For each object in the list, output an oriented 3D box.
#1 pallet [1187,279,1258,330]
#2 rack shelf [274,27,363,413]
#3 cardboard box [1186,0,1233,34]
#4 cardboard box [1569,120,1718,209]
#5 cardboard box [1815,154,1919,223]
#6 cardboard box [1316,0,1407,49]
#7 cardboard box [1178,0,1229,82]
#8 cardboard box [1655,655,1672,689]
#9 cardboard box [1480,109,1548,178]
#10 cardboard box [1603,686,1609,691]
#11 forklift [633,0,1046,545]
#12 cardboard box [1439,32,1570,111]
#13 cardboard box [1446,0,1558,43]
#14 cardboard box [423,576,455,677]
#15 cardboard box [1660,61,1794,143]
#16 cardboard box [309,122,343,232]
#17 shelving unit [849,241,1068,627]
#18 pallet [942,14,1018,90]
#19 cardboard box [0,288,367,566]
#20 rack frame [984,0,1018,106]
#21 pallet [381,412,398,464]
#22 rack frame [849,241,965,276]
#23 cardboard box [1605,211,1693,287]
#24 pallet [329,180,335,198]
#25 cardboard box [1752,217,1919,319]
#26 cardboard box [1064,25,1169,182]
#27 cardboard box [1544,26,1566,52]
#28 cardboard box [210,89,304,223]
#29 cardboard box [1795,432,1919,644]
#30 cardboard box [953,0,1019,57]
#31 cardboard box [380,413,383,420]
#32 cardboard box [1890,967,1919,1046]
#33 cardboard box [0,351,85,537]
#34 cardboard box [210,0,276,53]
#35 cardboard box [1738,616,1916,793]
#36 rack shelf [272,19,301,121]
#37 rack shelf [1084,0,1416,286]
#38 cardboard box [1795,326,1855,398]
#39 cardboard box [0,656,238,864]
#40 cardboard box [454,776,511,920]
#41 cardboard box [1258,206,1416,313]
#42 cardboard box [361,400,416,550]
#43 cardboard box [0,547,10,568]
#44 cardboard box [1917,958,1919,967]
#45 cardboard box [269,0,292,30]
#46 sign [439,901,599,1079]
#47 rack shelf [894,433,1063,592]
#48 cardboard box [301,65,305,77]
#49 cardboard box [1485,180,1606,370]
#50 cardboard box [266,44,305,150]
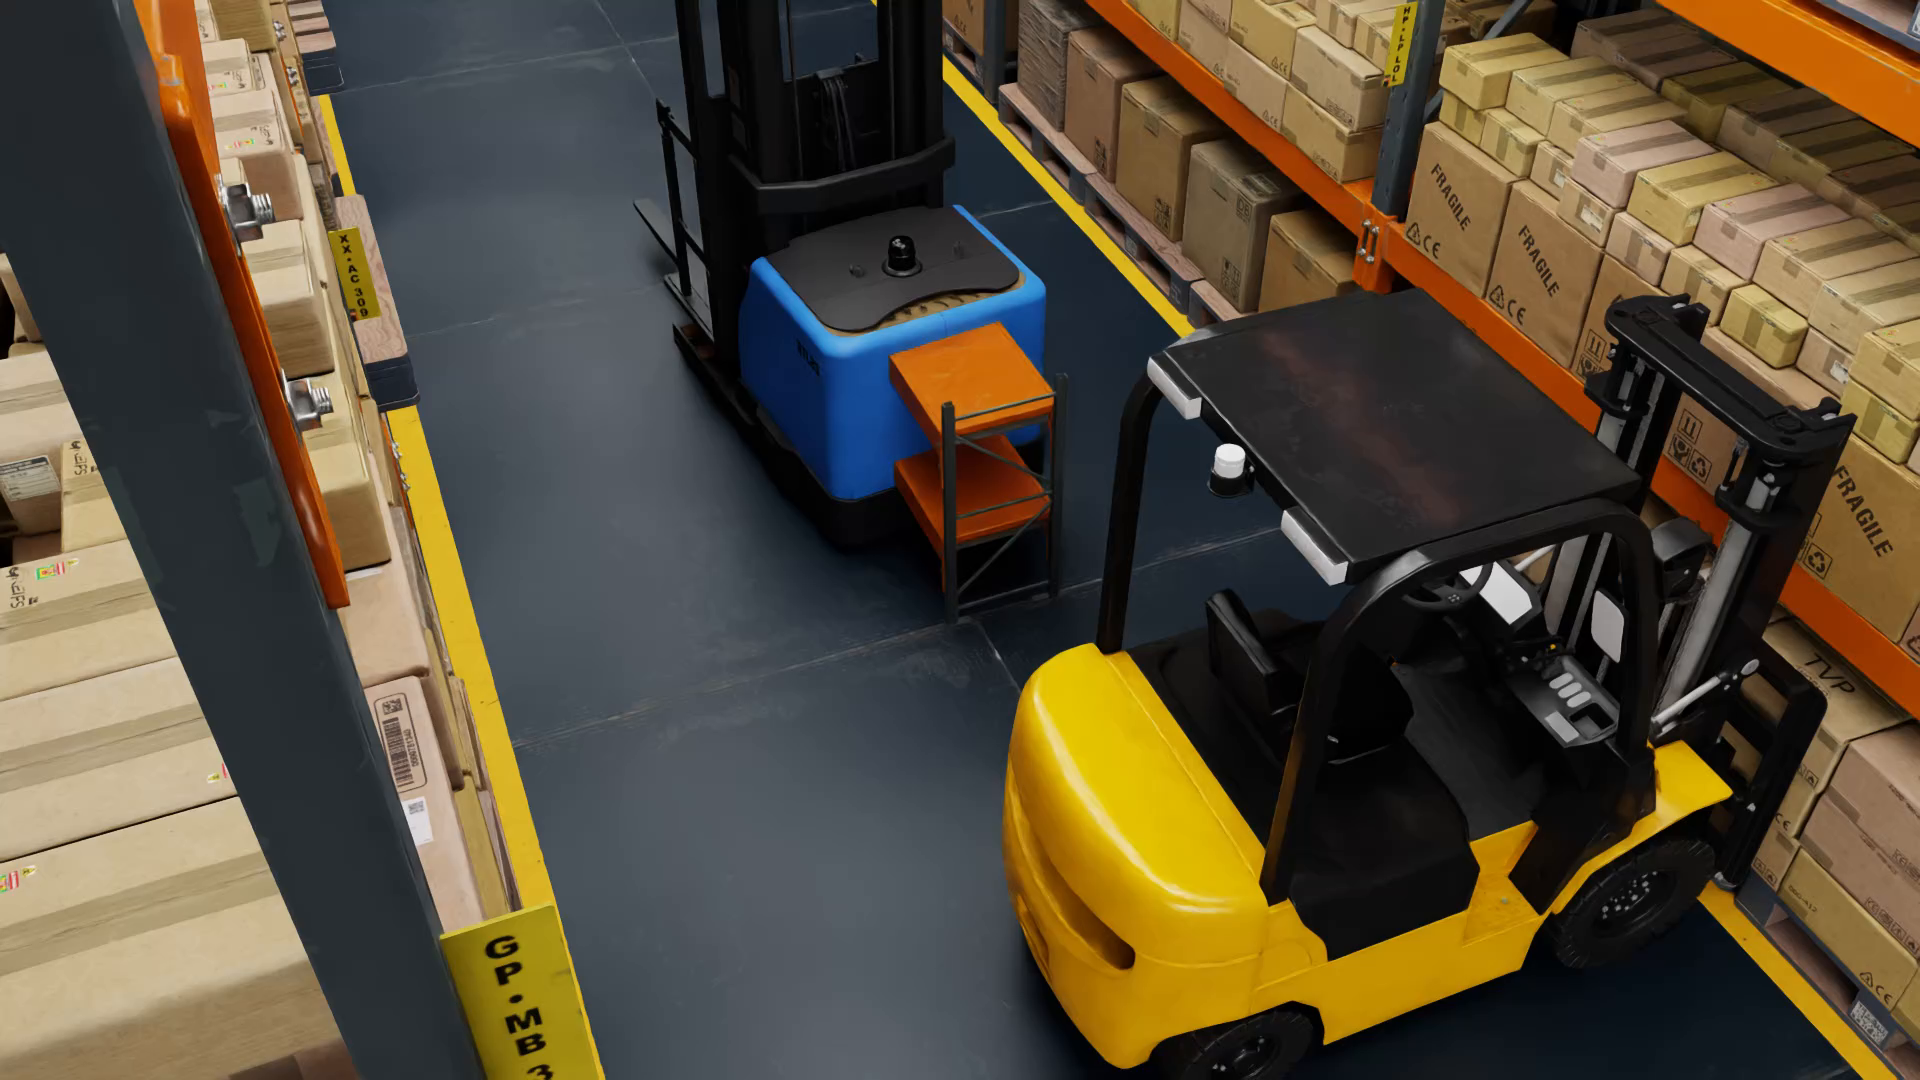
[{"bbox_3d":[1.851,-0.987,8.235,1.003,0.211,1.213,-15,43,-17],"label":"pallet"},{"bbox_3d":[-1.650,-0.029,3.234,1.077,0.370,4.000,-15,43,-17],"label":"rack shelf"},{"bbox_3d":[1.351,-2.592,7.695,0.500,0.250,0.500,-14,43,-16],"label":"cardboard box"},{"bbox_3d":[2.310,-1.273,5.628,0.380,0.149,0.250,-14,43,-16],"label":"cardboard box"},{"bbox_3d":[3.031,-1.110,5.438,0.380,0.149,0.250,-16,43,-17],"label":"cardboard box"},{"bbox_3d":[1.718,-2.195,6.928,0.380,0.149,0.250,-16,43,-17],"label":"cardboard box"},{"bbox_3d":[1.375,-2.399,7.855,0.500,0.250,0.500,-15,43,-17],"label":"cardboard box"},{"bbox_3d":[2.638,0.366,5.928,0.500,0.250,0.500,-15,43,-17],"label":"cardboard box"},{"bbox_3d":[2.149,-1.480,6.097,0.380,0.149,0.250,-14,43,-16],"label":"cardboard box"},{"bbox_3d":[2.644,0.566,6.078,0.500,0.250,0.500,-14,43,-16],"label":"cardboard box"},{"bbox_3d":[-0.769,-2.041,7.375,1.130,2.935,3.031,-19,44,-21],"label":"forklift"},{"bbox_3d":[2.017,-1.740,6.171,0.380,0.149,0.250,-14,43,-16],"label":"cardboard box"},{"bbox_3d":[2.233,-2.159,6.886,0.380,0.149,0.250,-16,43,-18],"label":"cardboard box"},{"bbox_3d":[-1.941,0.519,5.557,0.500,0.500,0.500,-16,43,-17],"label":"cardboard box"},{"bbox_3d":[2.742,-1.572,5.975,0.380,0.149,0.250,-15,43,-17],"label":"cardboard box"},{"bbox_3d":[-2.330,-1.033,5.524,0.500,0.500,0.500,-14,43,-16],"label":"cardboard box"},{"bbox_3d":[-0.020,-0.446,6.893,0.538,1.125,1.048,-15,44,-16],"label":"shelving unit"},{"bbox_3d":[0.388,-3.421,11.067,1.003,0.211,1.213,-15,43,-17],"label":"pallet"},{"bbox_3d":[-1.236,-0.133,2.691,0.500,0.250,0.500,-14,43,-16],"label":"cardboard box"},{"bbox_3d":[0.639,-4.019,9.623,1.000,3.000,0.127,-15,43,-17],"label":"rack frame"},{"bbox_3d":[-3.185,-0.517,7.689,1.003,0.211,1.213,-15,43,-17],"label":"pallet"},{"bbox_3d":[-0.213,-0.756,7.247,0.500,1.125,0.032,-15,44,-16],"label":"rack frame"},{"bbox_3d":[2.399,-1.005,5.544,0.380,0.149,0.250,-16,43,-17],"label":"cardboard box"},{"bbox_3d":[-3.151,-1.524,6.869,1.003,0.211,1.213,-15,43,-17],"label":"pallet"},{"bbox_3d":[2.695,-0.838,5.122,0.380,0.149,0.250,-15,43,-17],"label":"cardboard box"},{"bbox_3d":[1.122,-2.507,9.364,0.875,0.625,0.625,-14,43,-15],"label":"cardboard box"},{"bbox_3d":[2.212,-2.112,7.137,0.500,0.250,0.500,-16,43,-18],"label":"cardboard box"},{"bbox_3d":[-1.411,-0.667,3.006,0.380,0.149,0.250,-15,43,-16],"label":"cardboard box"},{"bbox_3d":[2.882,-0.092,4.980,0.500,0.500,0.500,-16,43,-18],"label":"cardboard box"},{"bbox_3d":[0.278,-3.432,10.535,0.500,0.500,0.500,-14,43,-16],"label":"cardboard box"},{"bbox_3d":[-2.897,-0.280,6.968,0.950,0.372,0.625,-13,42,-14],"label":"cardboard box"},{"bbox_3d":[3.228,1.479,5.016,0.500,0.250,0.500,-15,43,-17],"label":"cardboard box"},{"bbox_3d":[-1.193,-0.178,2.437,0.380,0.149,0.250,-15,43,-17],"label":"cardboard box"},{"bbox_3d":[-1.685,-1.137,3.552,0.380,0.149,0.250,-14,43,-16],"label":"cardboard box"},{"bbox_3d":[2.832,0.497,5.392,0.500,0.250,0.500,-15,43,-16],"label":"cardboard box"},{"bbox_3d":[-3.181,-2.439,6.036,1.077,0.370,4.000,-15,43,-17],"label":"rack shelf"},{"bbox_3d":[1.404,-2.542,8.457,1.077,0.370,4.000,-15,43,-17],"label":"rack shelf"},{"bbox_3d":[2.782,-0.563,5.029,0.380,0.149,0.250,-15,43,-17],"label":"cardboard box"},{"bbox_3d":[-0.944,0.283,1.901,0.380,0.149,0.250,-15,43,-17],"label":"cardboard box"},{"bbox_3d":[-1.207,0.917,3.578,0.500,0.500,0.500,-16,43,-18],"label":"cardboard box"},{"bbox_3d":[1.959,-1.180,7.821,0.875,0.625,0.625,-13,42,-15],"label":"cardboard box"},{"bbox_3d":[-1.812,-0.006,4.651,0.500,0.500,0.500,-14,43,-15],"label":"cardboard box"},{"bbox_3d":[-1.724,-0.009,2.546,0.500,0.250,0.500,-14,43,-16],"label":"cardboard box"},{"bbox_3d":[3.224,1.278,4.866,0.500,0.250,0.500,-16,43,-17],"label":"cardboard box"},{"bbox_3d":[-2.905,-1.943,6.582,0.500,0.500,0.500,-17,43,-19],"label":"cardboard box"},{"bbox_3d":[-0.384,0.436,1.471,0.100,0.325,0.005,-15,43,-17],"label":"sign"},{"bbox_3d":[-0.018,-0.263,7.055,0.538,0.278,1.000,-15,44,-16],"label":"rack shelf"},{"bbox_3d":[-3.089,-2.104,7.267,0.380,0.149,0.250,-14,43,-16],"label":"cardboard box"},{"bbox_3d":[2.312,-1.006,6.042,0.500,0.500,0.500,-14,43,-16],"label":"cardboard box"},{"bbox_3d":[-1.804,-1.060,3.768,0.500,0.250,0.500,-16,43,-18],"label":"cardboard box"}]
